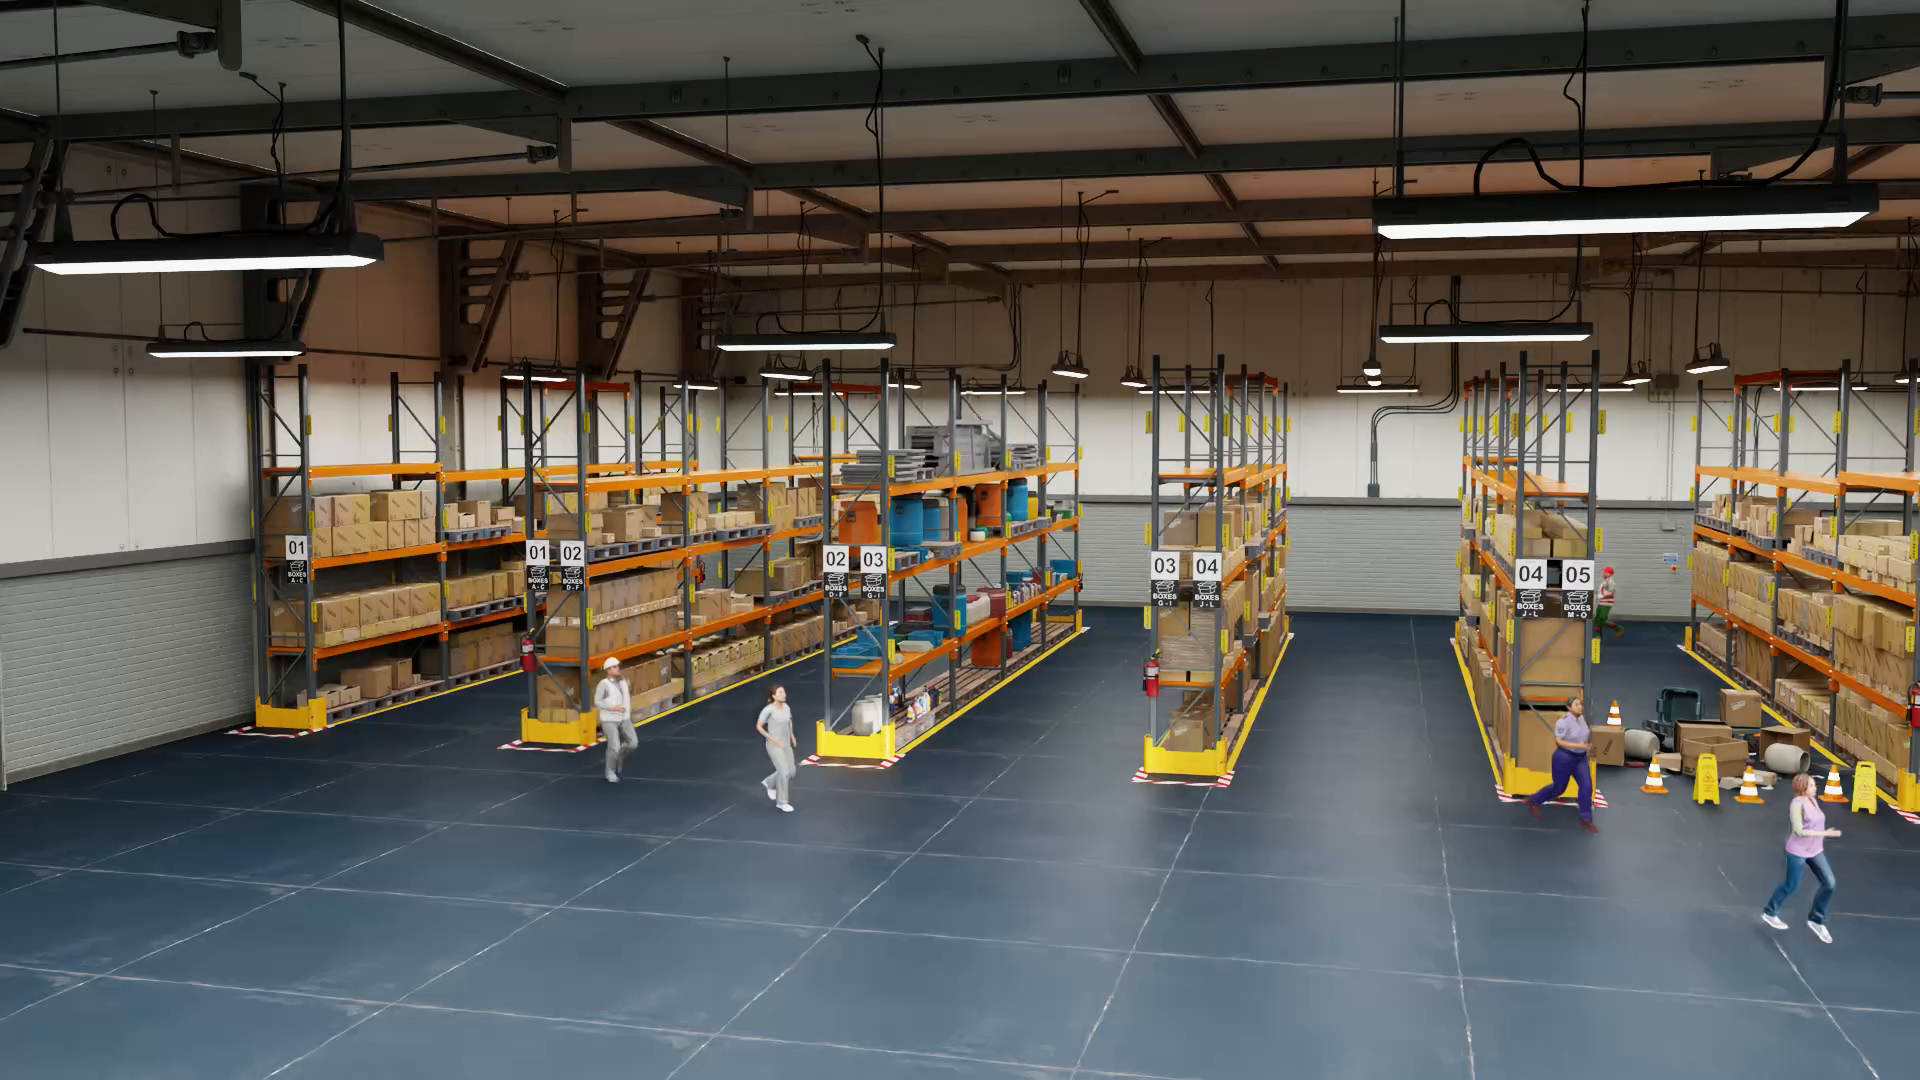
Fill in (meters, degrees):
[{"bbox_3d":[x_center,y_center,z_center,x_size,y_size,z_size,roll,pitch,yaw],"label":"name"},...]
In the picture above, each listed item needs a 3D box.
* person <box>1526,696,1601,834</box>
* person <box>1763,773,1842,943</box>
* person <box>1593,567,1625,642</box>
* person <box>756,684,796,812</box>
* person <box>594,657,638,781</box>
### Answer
[{"bbox_3d":[7.563,2.761,20.706,0.615,1.669,0.935,-2,5,-30],"label":"person"},{"bbox_3d":[8.230,3.081,16.202,0.507,1.638,0.727,-2,5,-30],"label":"person"},{"bbox_3d":[14.916,1.488,38.325,0.780,1.748,0.663,1,4,11],"label":"person"},{"bbox_3d":[-2.413,2.691,21.686,0.618,1.644,0.574,3,5,41],"label":"person"},{"bbox_3d":[-4.809,2.519,23.377,0.556,1.742,0.708,3,5,37],"label":"person"}]
